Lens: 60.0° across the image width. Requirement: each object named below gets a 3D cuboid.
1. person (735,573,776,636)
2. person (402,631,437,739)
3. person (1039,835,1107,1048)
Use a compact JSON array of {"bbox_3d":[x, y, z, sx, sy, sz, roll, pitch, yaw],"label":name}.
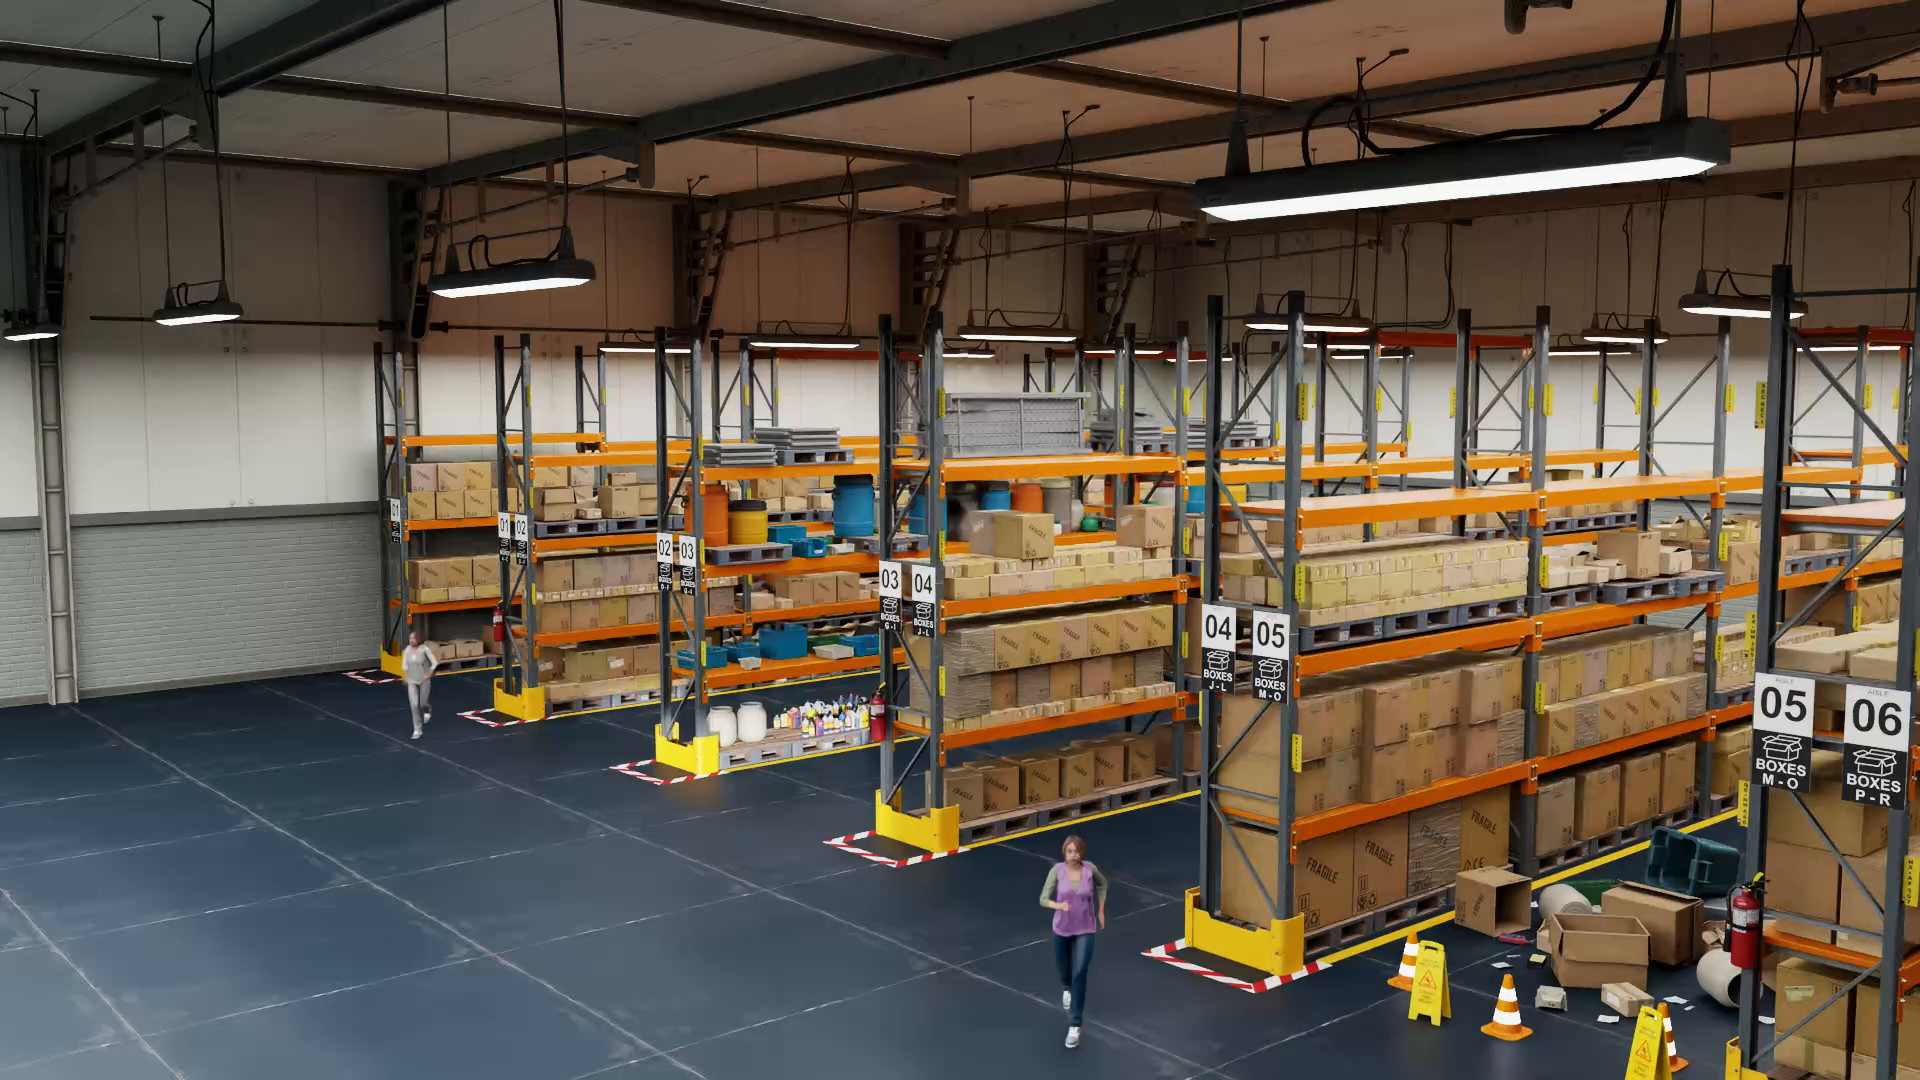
[{"bbox_3d":[-3.872,1.424,31.497,0.827,1.823,0.635,-5,7,-43],"label":"person"},{"bbox_3d":[-8.048,2.129,24.822,0.531,1.591,0.687,0,5,-2],"label":"person"},{"bbox_3d":[0.907,3.133,13.321,0.533,1.592,0.887,1,5,7],"label":"person"}]
